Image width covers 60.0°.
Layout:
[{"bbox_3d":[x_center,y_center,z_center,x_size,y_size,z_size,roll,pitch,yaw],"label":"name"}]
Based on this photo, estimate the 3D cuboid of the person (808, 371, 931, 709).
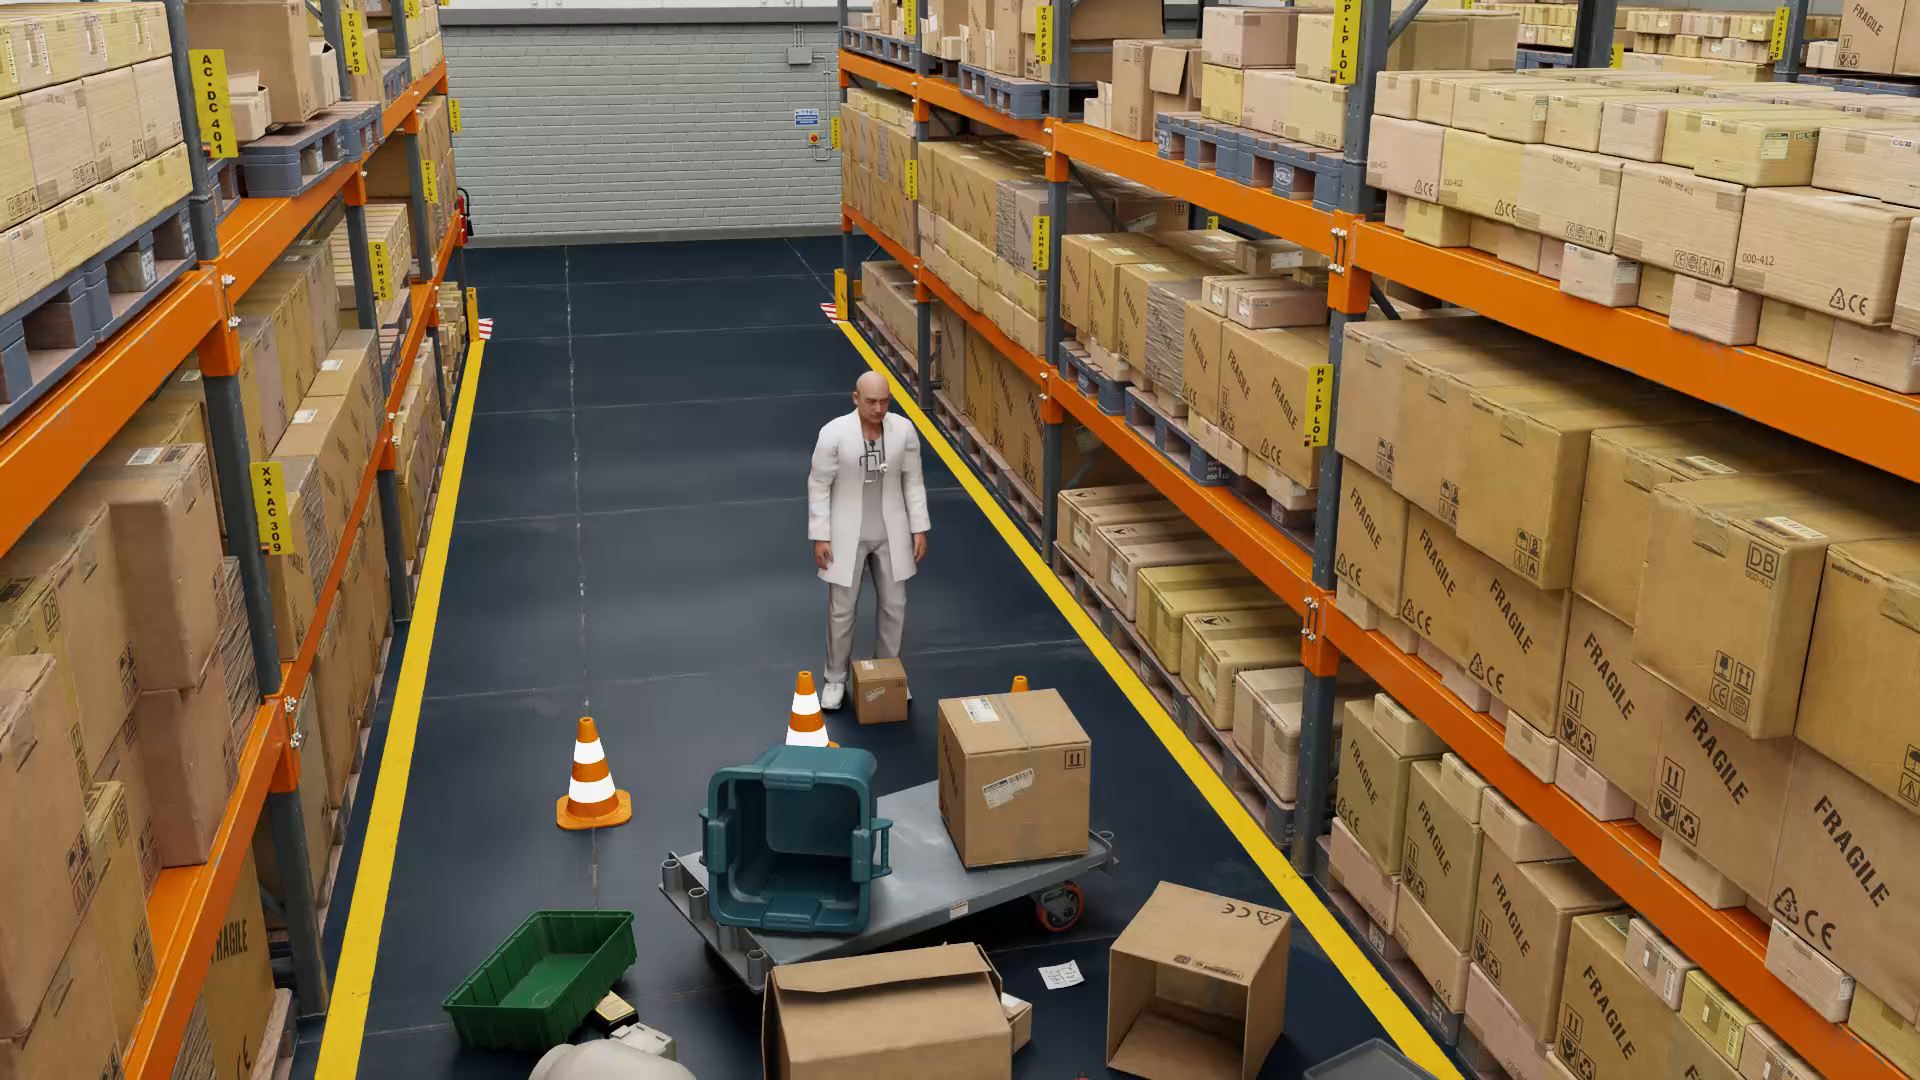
[{"bbox_3d":[-0.468,-0.016,8.636,0.654,1.774,0.422,-6,20,-15],"label":"person"}]
